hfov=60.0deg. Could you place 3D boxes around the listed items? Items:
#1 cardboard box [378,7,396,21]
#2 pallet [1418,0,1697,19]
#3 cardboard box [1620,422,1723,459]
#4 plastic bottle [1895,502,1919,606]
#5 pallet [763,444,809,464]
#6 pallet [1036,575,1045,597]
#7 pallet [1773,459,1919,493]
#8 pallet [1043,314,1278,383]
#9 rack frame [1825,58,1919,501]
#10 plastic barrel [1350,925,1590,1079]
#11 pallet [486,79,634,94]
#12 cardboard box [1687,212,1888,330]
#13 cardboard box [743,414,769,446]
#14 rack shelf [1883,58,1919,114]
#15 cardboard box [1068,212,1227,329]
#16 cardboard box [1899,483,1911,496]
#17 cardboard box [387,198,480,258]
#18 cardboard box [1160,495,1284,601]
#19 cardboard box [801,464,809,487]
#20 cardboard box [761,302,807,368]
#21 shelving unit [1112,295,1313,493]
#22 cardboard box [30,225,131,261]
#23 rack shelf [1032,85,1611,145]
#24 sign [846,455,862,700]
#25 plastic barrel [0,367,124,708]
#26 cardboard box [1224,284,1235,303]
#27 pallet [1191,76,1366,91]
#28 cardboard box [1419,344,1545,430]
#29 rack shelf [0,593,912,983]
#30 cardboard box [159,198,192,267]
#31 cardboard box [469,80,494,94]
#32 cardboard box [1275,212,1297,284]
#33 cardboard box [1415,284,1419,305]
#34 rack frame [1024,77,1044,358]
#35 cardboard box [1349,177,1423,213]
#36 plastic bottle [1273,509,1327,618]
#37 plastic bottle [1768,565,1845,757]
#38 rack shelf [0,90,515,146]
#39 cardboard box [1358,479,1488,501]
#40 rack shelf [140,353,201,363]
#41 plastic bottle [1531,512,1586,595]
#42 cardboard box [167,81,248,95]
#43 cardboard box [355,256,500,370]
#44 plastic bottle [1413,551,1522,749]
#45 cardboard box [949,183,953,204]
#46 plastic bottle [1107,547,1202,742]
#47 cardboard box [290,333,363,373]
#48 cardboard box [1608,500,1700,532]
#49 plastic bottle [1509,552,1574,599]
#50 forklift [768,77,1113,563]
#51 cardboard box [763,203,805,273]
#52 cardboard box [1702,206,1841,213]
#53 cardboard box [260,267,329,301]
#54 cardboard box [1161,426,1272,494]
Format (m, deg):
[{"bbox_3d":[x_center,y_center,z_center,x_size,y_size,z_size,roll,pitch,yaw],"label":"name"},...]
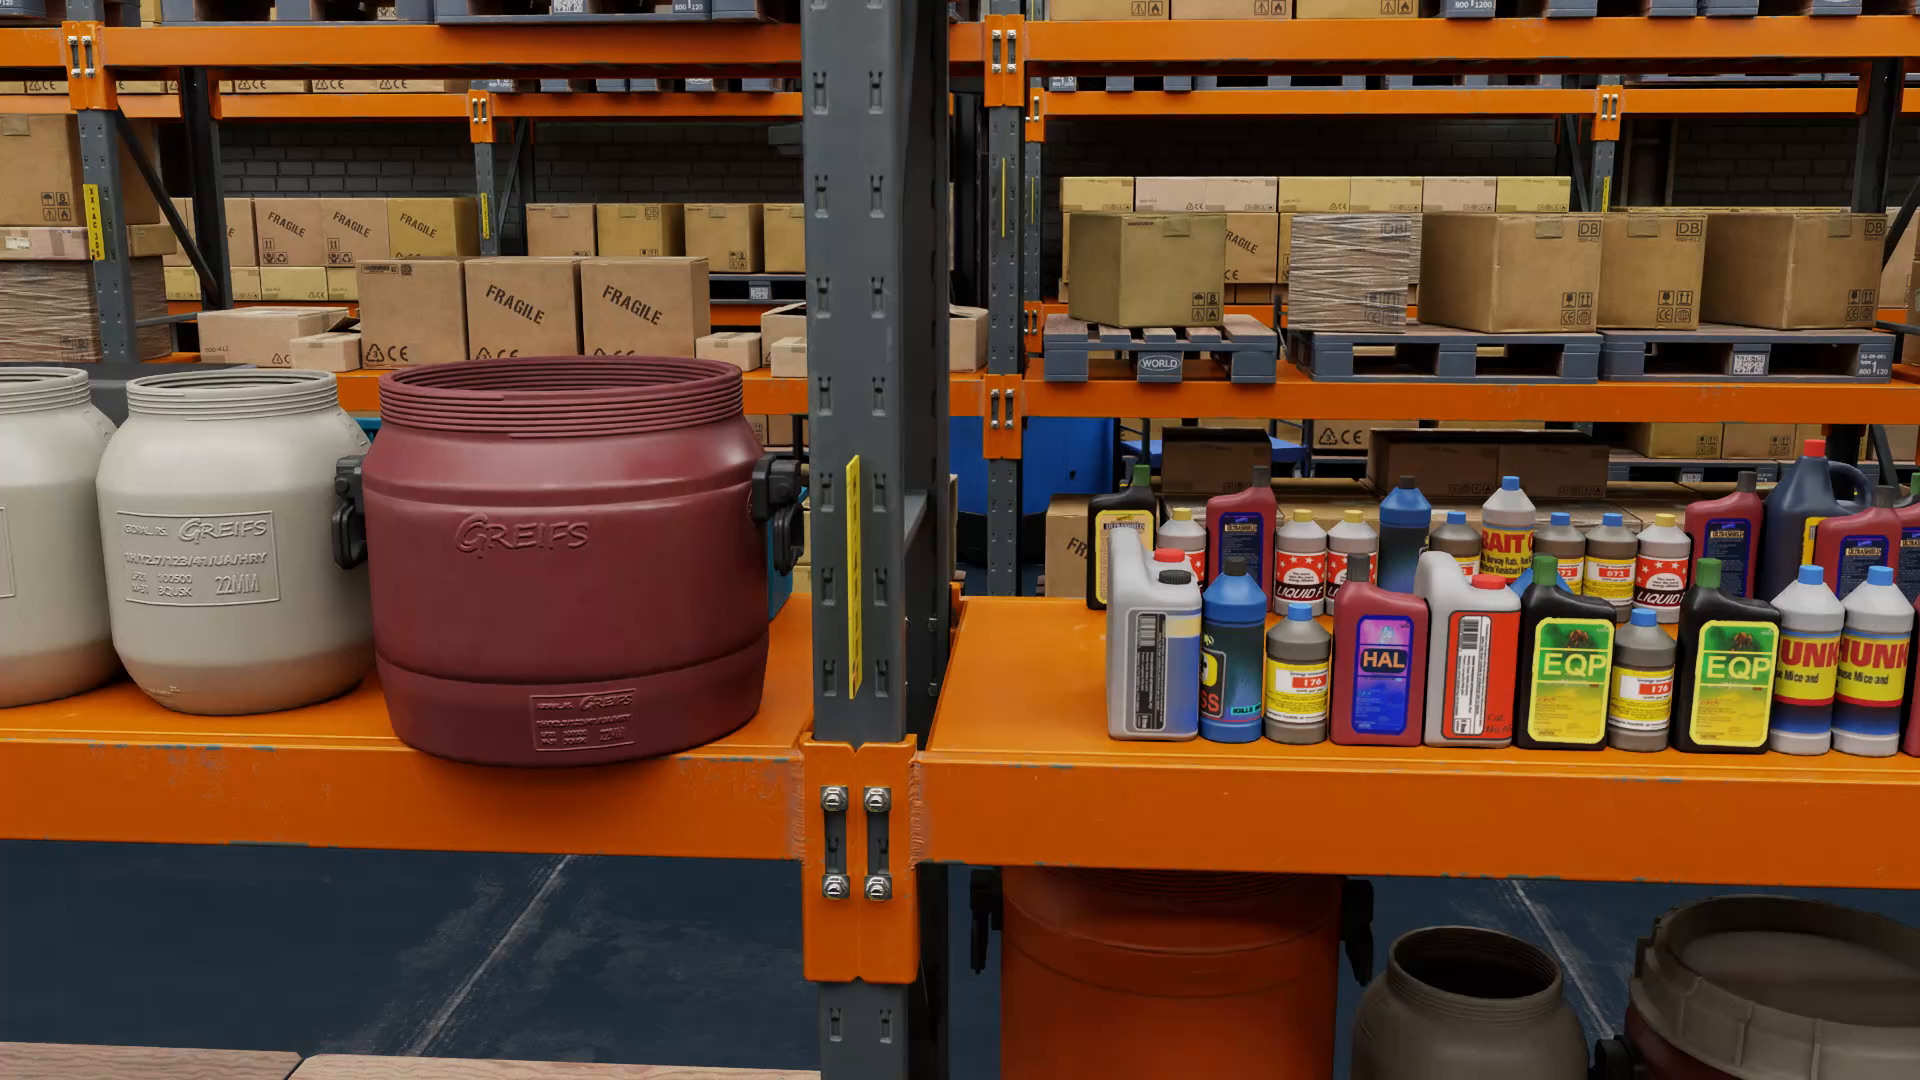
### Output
[{"bbox_3d":[-3.963,-4.028,12.137,0.500,0.500,0.500,0,12,-1],"label":"cardboard box"},{"bbox_3d":[2.529,-2.352,7.318,1.003,0.211,1.213,1,12,4],"label":"pallet"},{"bbox_3d":[5.276,-0.902,12.332,0.500,0.500,0.700,1,12,4],"label":"cardboard box"},{"bbox_3d":[1.770,0.026,3.101,0.133,0.283,0.061,1,12,4],"label":"plastic bottle"},{"bbox_3d":[-1.448,-0.669,12.950,1.213,0.211,1.003,1,12,4],"label":"pallet"},{"bbox_3d":[0.961,0.389,7.891,1.213,0.211,1.003,1,12,4],"label":"pallet"},{"bbox_3d":[6.511,-0.543,12.350,1.213,0.211,1.003,1,12,4],"label":"pallet"},{"bbox_3d":[0.900,-0.905,7.735,1.003,0.211,1.213,1,12,4],"label":"pallet"},{"bbox_3d":[4.210,-0.939,7.429,0.127,3.000,1.000,1,12,4],"label":"rack frame"},{"bbox_3d":[0.942,1.023,3.100,0.421,0.512,0.421,0,12,0],"label":"plastic barrel"},{"bbox_3d":[-2.836,-3.406,12.359,1.003,0.211,1.213,1,12,4],"label":"pallet"},{"bbox_3d":[3.752,-1.245,7.626,0.500,0.500,0.700,-3,12,-15],"label":"cardboard box"},{"bbox_3d":[-1.684,-1.033,12.912,0.500,0.500,0.700,1,12,4],"label":"cardboard box"},{"bbox_3d":[6.205,-2.027,7.065,4.000,0.370,1.077,1,12,4],"label":"rack shelf"},{"bbox_3d":[0.854,-1.262,7.707,0.500,0.500,0.700,-3,12,-15],"label":"cardboard box"},{"bbox_3d":[4.797,0.019,7.880,0.500,0.500,0.500,1,12,4],"label":"cardboard box"},{"bbox_3d":[-3.938,-2.307,12.456,0.500,0.500,0.500,1,12,4],"label":"cardboard box"},{"bbox_3d":[1.176,0.085,7.564,0.500,0.500,0.500,0,12,2],"label":"cardboard box"},{"bbox_3d":[-0.809,-0.200,8.219,0.500,0.311,0.500,0,12,2],"label":"cardboard box"},{"bbox_3d":[-0.661,-1.002,7.948,0.500,0.311,0.500,1,12,3],"label":"cardboard box"},{"bbox_3d":[1.481,-0.661,9.766,1.048,1.500,0.538,-3,12,-16],"label":"shelving unit"},{"bbox_3d":[-4.058,-1.375,7.685,0.250,0.149,0.380,1,12,4],"label":"cardboard box"},{"bbox_3d":[2.541,-3.094,12.165,4.000,0.370,1.077,1,12,4],"label":"rack shelf"},{"bbox_3d":[-0.146,0.051,2.299,0.005,0.325,0.100,1,12,4],"label":"sign"},{"bbox_3d":[-1.577,-0.012,2.729,0.421,0.512,0.421,0,12,0],"label":"plastic barrel"},{"bbox_3d":[1.888,-1.834,12.276,0.250,0.149,0.380,1,12,5],"label":"cardboard box"},{"bbox_3d":[2.308,-3.369,12.181,1.213,0.211,1.003,1,12,6],"label":"pallet"},{"bbox_3d":[3.880,-1.086,12.360,0.750,0.750,0.750,1,12,4],"label":"cardboard box"},{"bbox_3d":[-2.112,0.343,3.058,4.000,0.370,1.077,1,12,4],"label":"rack shelf"},{"bbox_3d":[-5.972,-2.333,12.582,0.500,0.500,0.500,0,12,2],"label":"cardboard box"},{"bbox_3d":[-3.917,-3.645,12.750,0.500,0.500,0.500,1,12,6],"label":"cardboard box"},{"bbox_3d":[2.550,-2.129,12.101,0.500,0.500,0.500,1,12,5],"label":"cardboard box"},{"bbox_3d":[3.404,-1.787,12.051,0.250,0.149,0.380,1,12,4],"label":"cardboard box"},{"bbox_3d":[0.546,-2.005,12.529,0.127,3.000,1.000,1,12,4],"label":"rack frame"},{"bbox_3d":[3.035,-2.492,12.005,0.500,0.250,0.500,1,12,5],"label":"cardboard box"},{"bbox_3d":[0.660,0.043,3.224,0.097,0.201,0.097,0,12,0],"label":"plastic bottle"},{"bbox_3d":[1.233,0.172,2.435,0.097,0.271,0.097,0,12,0],"label":"plastic bottle"},{"bbox_3d":[-5.441,-3.204,12.688,4.000,0.370,1.077,1,12,4],"label":"rack shelf"},{"bbox_3d":[2.208,-0.007,8.008,0.500,0.500,0.500,0,12,2],"label":"cardboard box"},{"bbox_3d":[-5.768,-0.723,8.157,4.000,0.370,1.077,1,12,4],"label":"rack shelf"},{"bbox_3d":[1.146,0.049,3.192,0.097,0.201,0.097,0,12,0],"label":"plastic bottle"},{"bbox_3d":[-5.532,-3.562,12.353,0.500,0.500,0.500,2,12,7],"label":"cardboard box"},{"bbox_3d":[-2.482,-1.076,7.842,0.500,0.500,0.500,2,12,8],"label":"cardboard box"},{"bbox_3d":[0.756,0.157,2.492,0.135,0.276,0.152,1,12,4],"label":"plastic bottle"},{"bbox_3d":[-0.122,-2.587,12.407,0.250,0.149,0.380,-1,12,-6],"label":"cardboard box"},{"bbox_3d":[0.294,0.151,2.522,0.135,0.276,0.152,1,12,4],"label":"plastic bottle"},{"bbox_3d":[-2.902,-0.871,7.721,0.250,0.149,0.380,1,12,4],"label":"cardboard box"},{"bbox_3d":[3.205,0.113,7.433,0.500,0.500,0.500,1,12,4],"label":"cardboard box"},{"bbox_3d":[0.874,0.154,2.518,0.097,0.271,0.097,0,12,0],"label":"plastic bottle"},{"bbox_3d":[-0.486,-1.534,10.442,3.031,2.935,1.130,11,16,42],"label":"forklift"},{"bbox_3d":[-1.168,-2.287,12.555,0.500,0.500,0.700,1,12,4],"label":"cardboard box"},{"bbox_3d":[5.805,-2.076,12.132,0.700,0.700,0.980,0,12,2],"label":"cardboard box"},{"bbox_3d":[-4.937,-1.953,12.598,0.500,0.250,0.500,1,12,3],"label":"cardboard box"},{"bbox_3d":[1.224,-0.388,7.994,0.500,0.250,0.500,1,12,6],"label":"cardboard box"}]
